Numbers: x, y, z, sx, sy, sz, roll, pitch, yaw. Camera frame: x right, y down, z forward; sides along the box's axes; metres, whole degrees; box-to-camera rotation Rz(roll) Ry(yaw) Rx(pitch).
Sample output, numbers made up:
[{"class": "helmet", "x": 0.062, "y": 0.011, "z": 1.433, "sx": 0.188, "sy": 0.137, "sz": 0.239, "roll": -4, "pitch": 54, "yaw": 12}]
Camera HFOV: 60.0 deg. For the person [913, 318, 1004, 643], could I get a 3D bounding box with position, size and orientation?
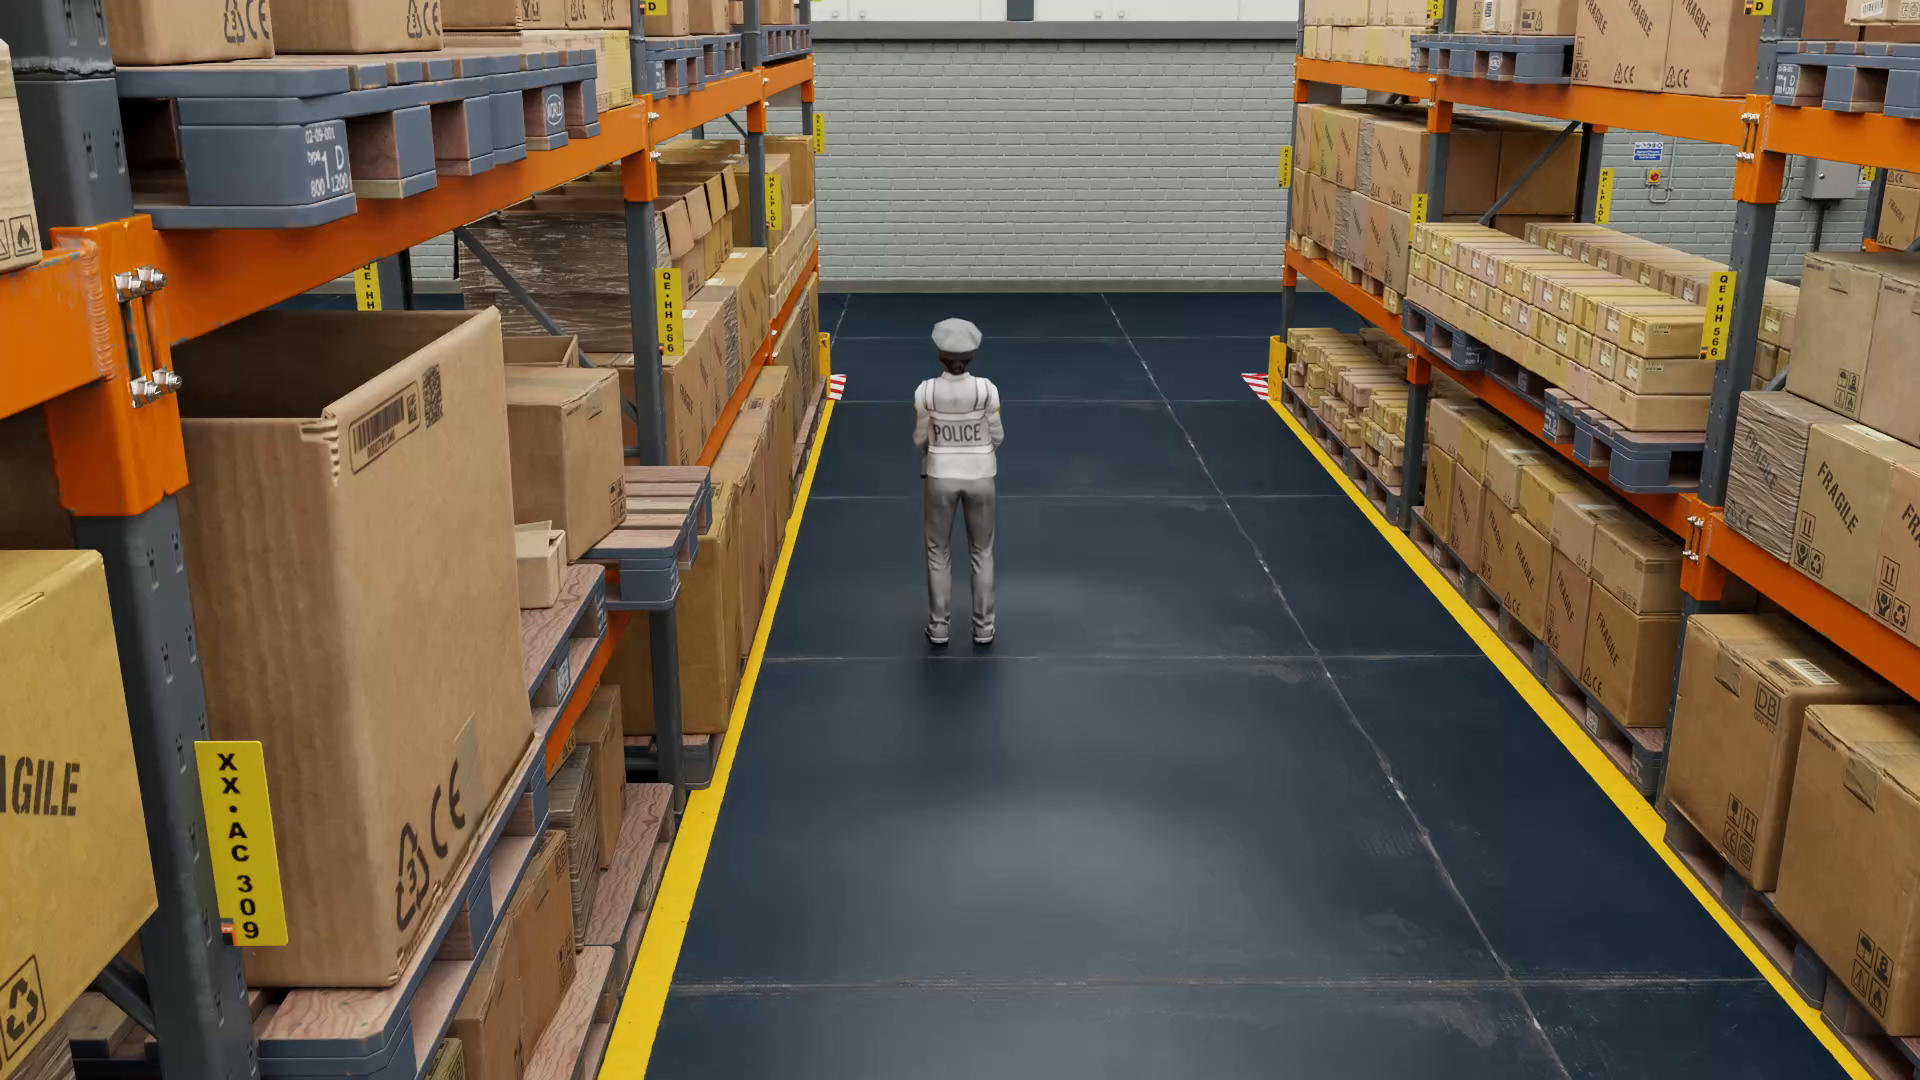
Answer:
[{"class": "person", "x": -0.009, "y": -0.311, "z": 8.504, "sx": 0.460, "sy": 1.686, "sz": 0.564, "roll": -1, "pitch": 17, "yaw": -2}]
